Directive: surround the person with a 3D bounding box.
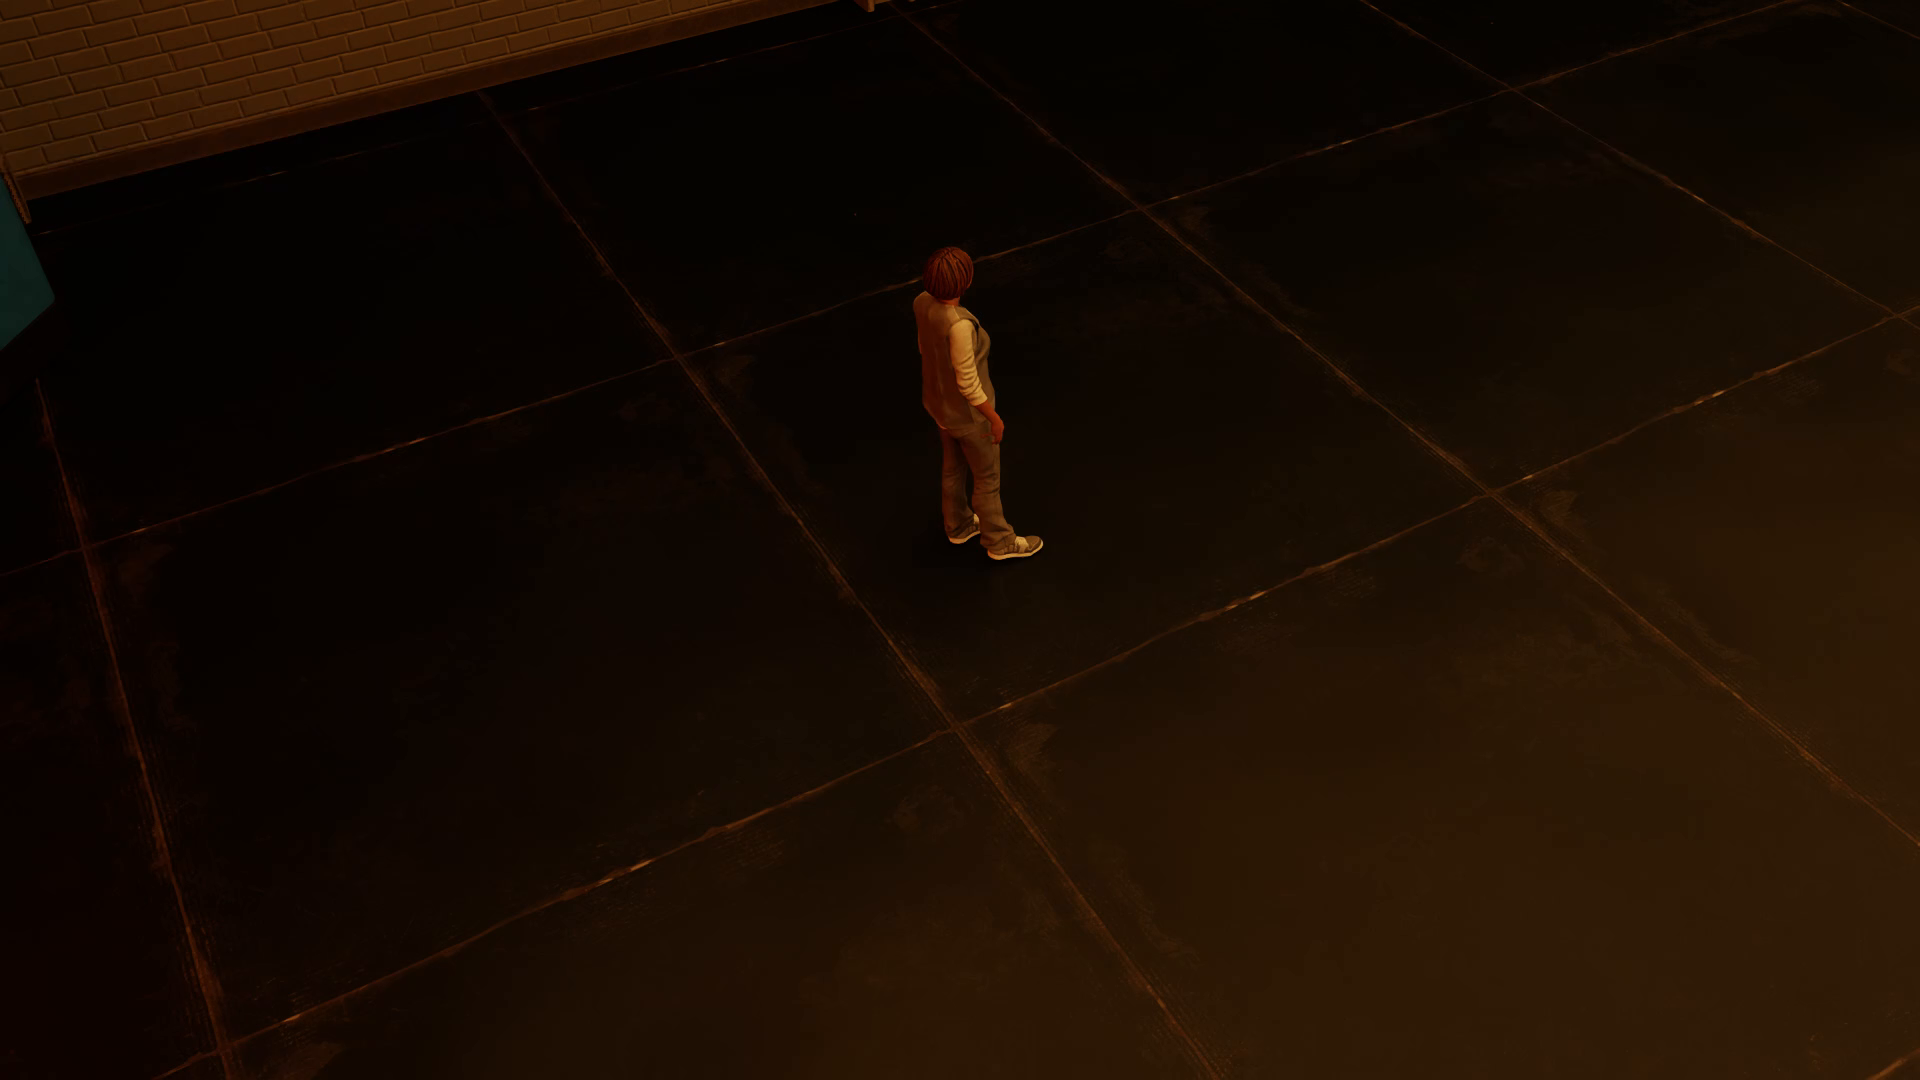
[{"bbox_3d":[0.071,-0.607,7.323,0.475,1.597,0.520,-21,47,-21],"label":"person"}]

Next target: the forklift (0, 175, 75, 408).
[{"bbox_3d":[-6.324,-2.044,7.901,3.031,2.935,1.130,9,44,10],"label":"forklift"}]
